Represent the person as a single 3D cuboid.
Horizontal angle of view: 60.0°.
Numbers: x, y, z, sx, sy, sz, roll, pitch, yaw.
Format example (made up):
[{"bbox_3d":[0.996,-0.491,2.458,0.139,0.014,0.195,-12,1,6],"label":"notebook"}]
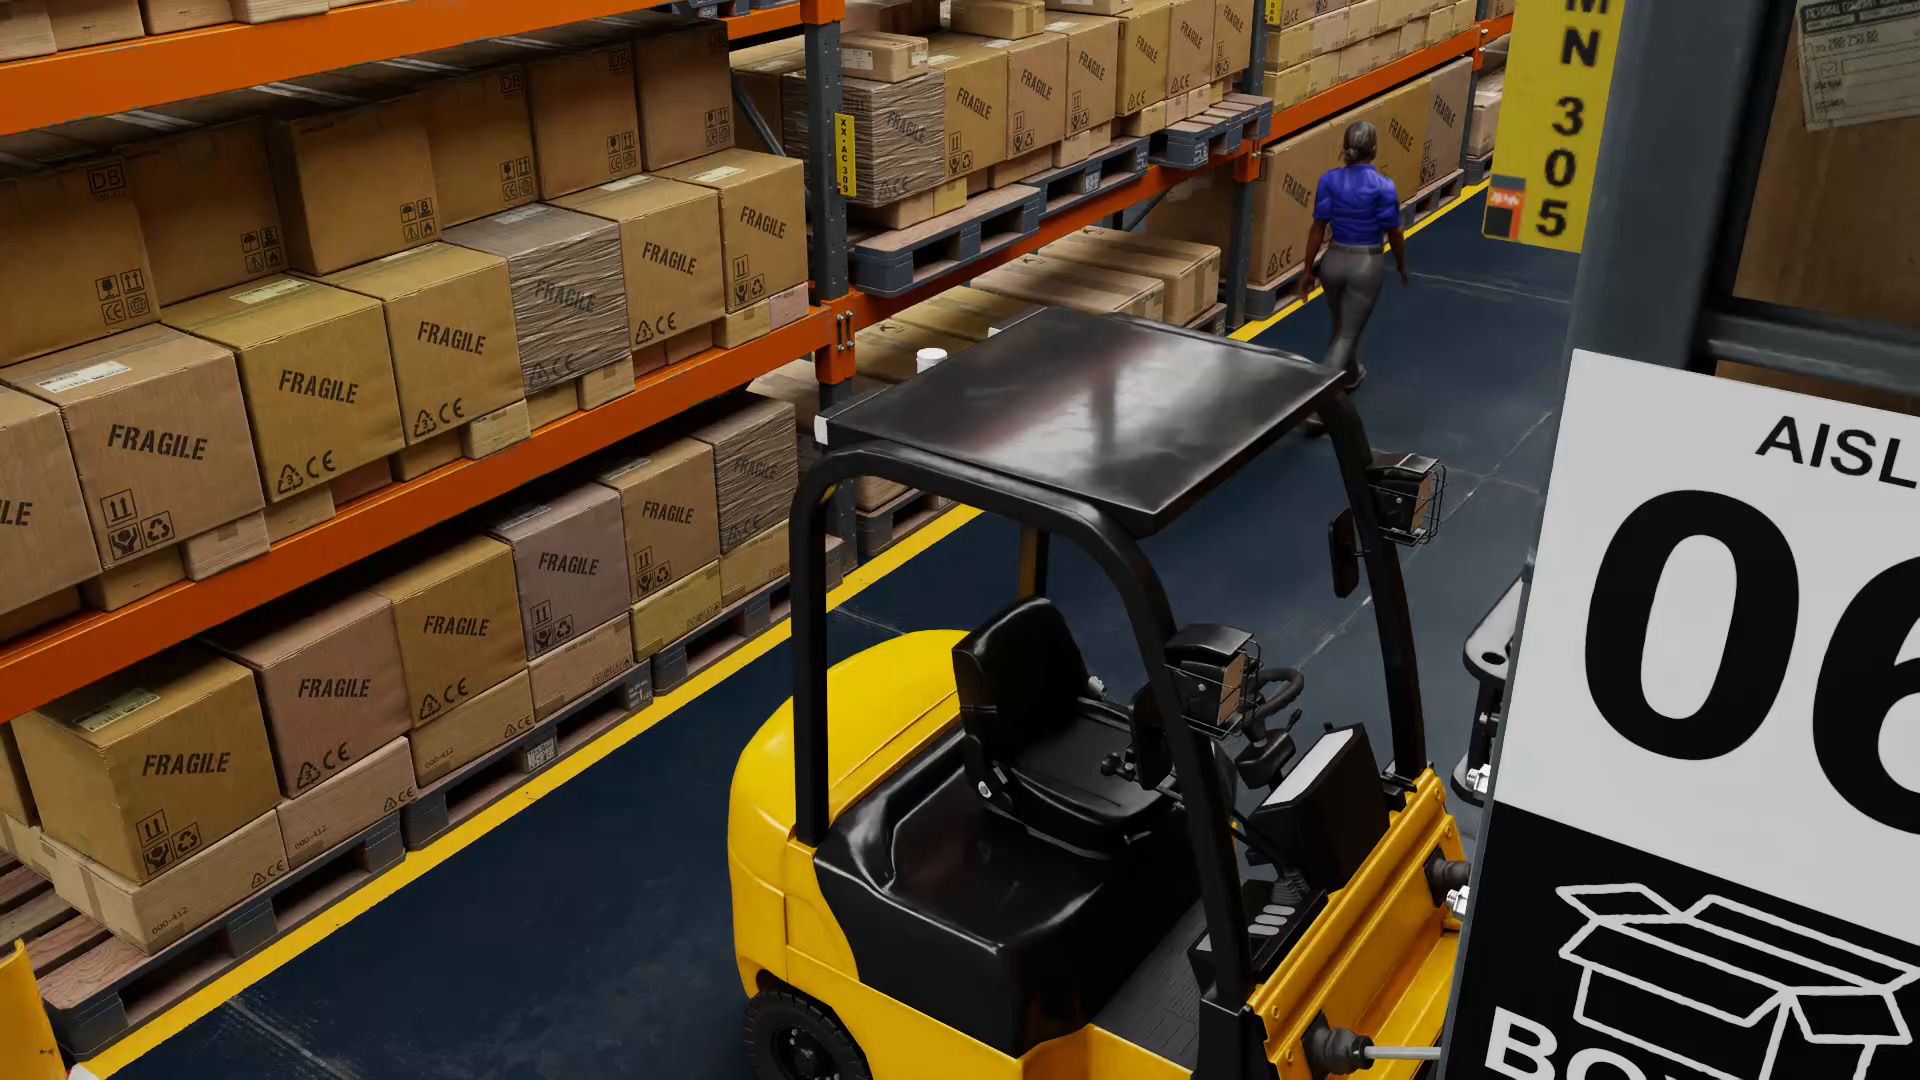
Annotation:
[{"bbox_3d":[2.151,-1.477,8.995,0.475,1.595,0.988,19,33,32],"label":"person"}]
